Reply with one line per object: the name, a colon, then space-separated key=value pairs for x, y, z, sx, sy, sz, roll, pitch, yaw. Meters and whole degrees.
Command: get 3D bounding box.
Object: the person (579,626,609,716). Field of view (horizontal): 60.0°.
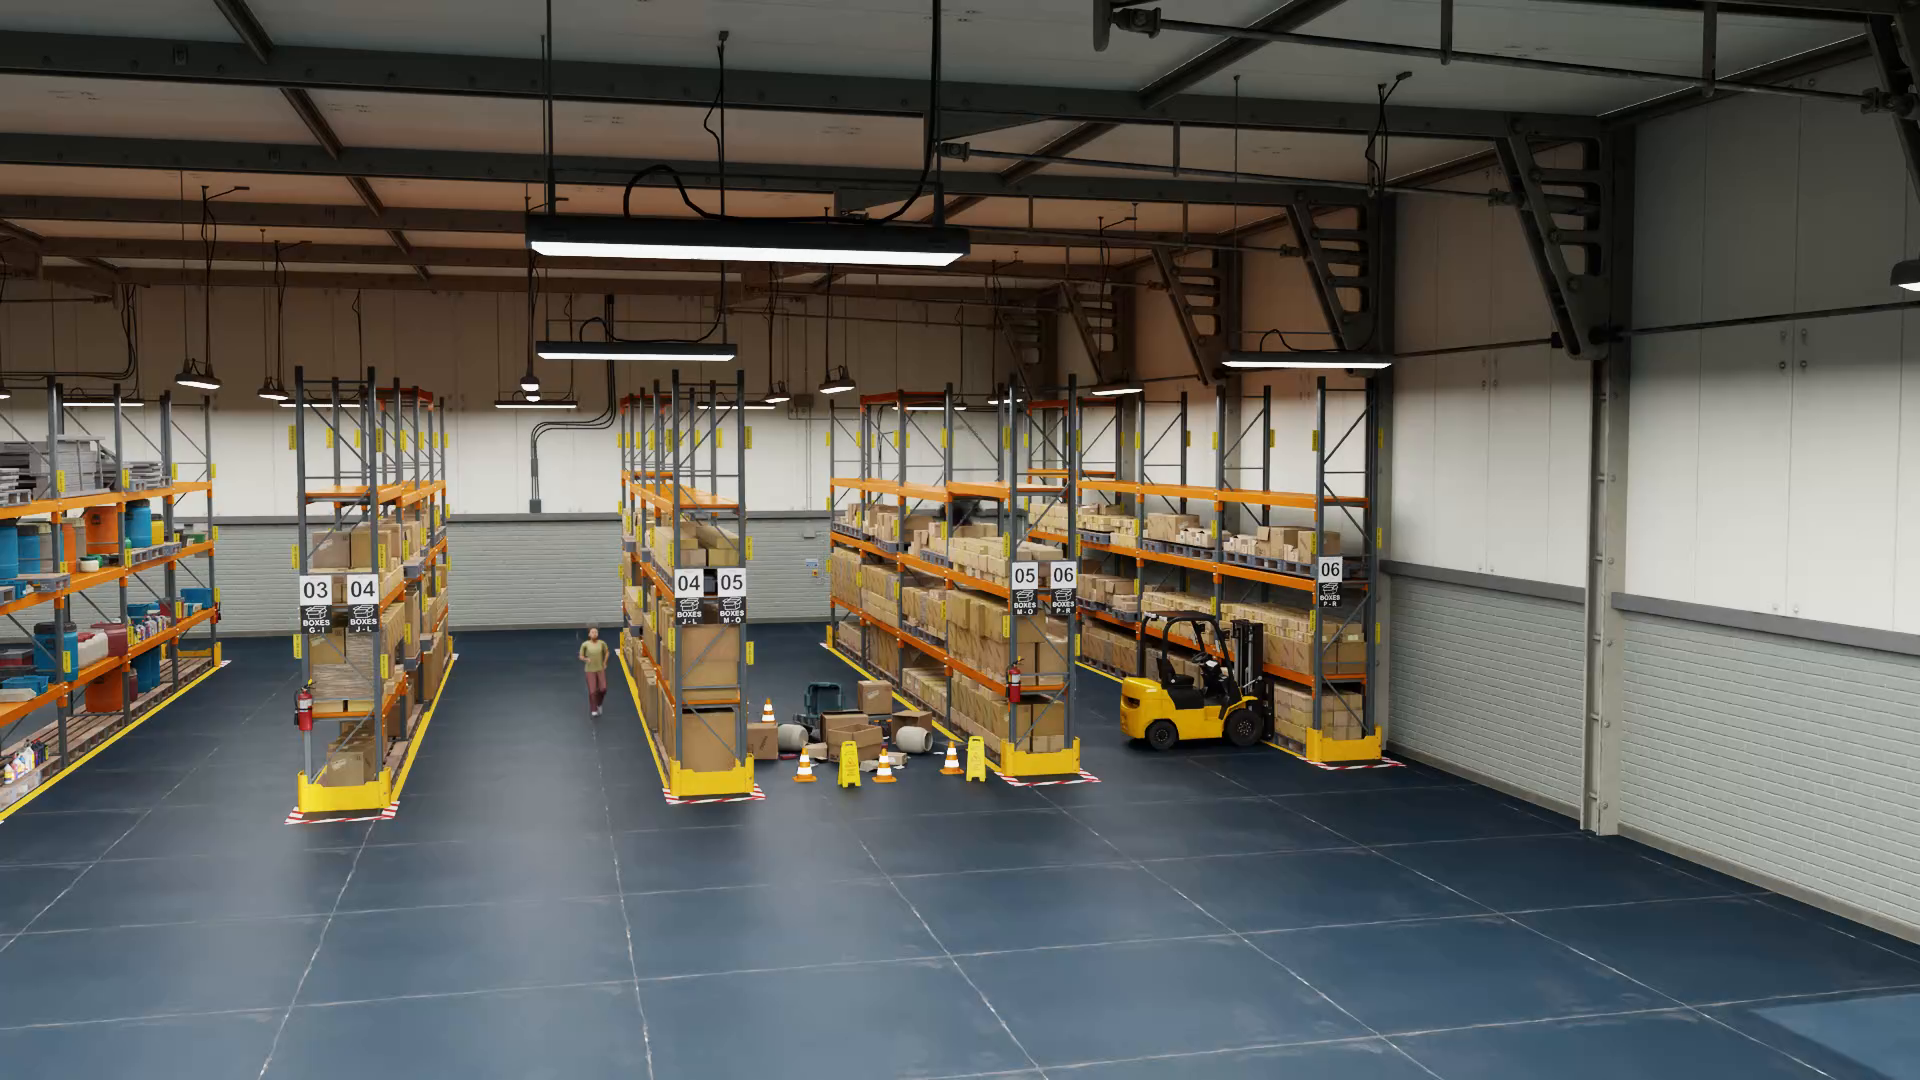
person: x=-6.591 y=2.377 z=30.084 sx=0.568 sy=1.628 sz=0.543 roll=-1 pitch=4 yaw=-21
